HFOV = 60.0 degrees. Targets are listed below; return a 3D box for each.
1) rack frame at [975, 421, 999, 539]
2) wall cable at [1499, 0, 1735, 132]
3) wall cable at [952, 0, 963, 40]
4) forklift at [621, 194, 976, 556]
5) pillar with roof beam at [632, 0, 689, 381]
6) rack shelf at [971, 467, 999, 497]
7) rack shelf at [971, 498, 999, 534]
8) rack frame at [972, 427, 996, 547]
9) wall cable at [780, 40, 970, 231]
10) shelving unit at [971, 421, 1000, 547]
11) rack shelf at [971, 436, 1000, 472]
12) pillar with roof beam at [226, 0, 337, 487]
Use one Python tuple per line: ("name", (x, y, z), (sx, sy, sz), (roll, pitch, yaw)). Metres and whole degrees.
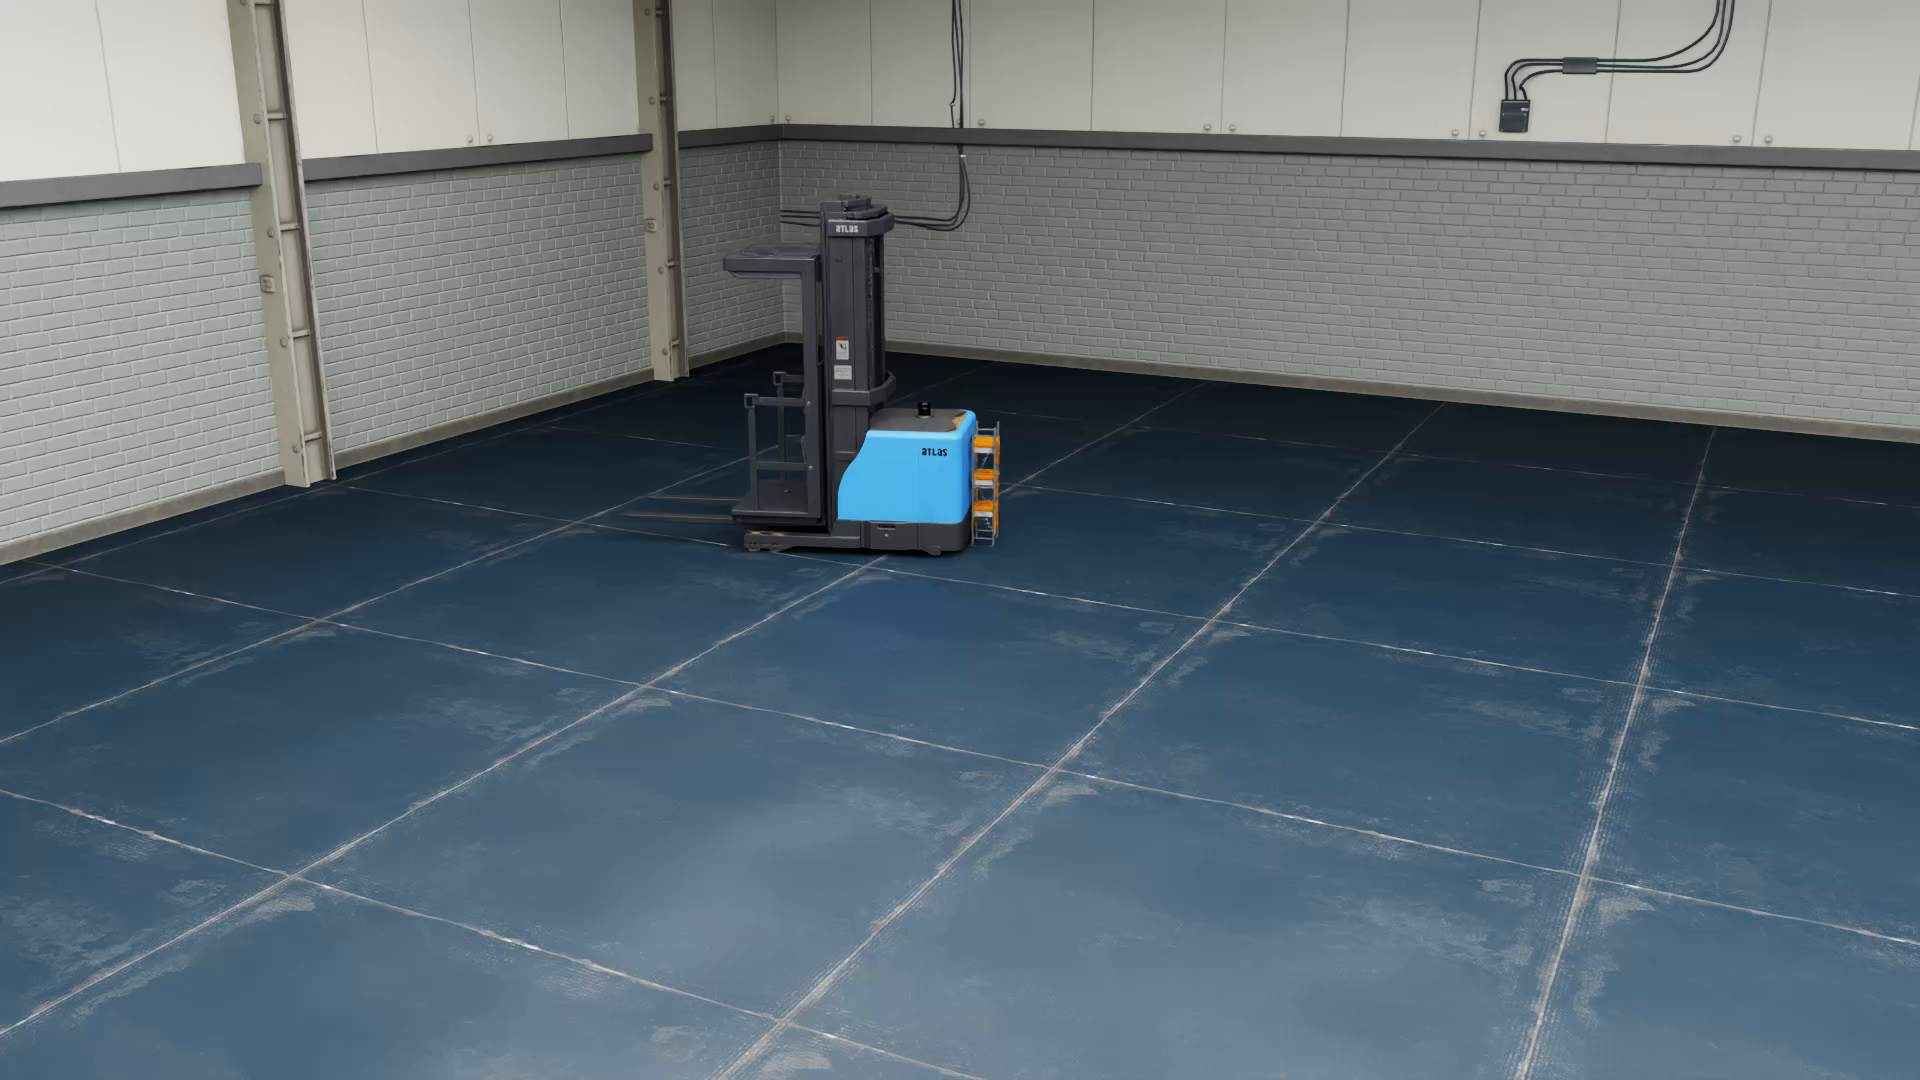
("rack frame", (0.235, -0.517, 14.419), (0.200, 1.050, 0.008), (2, 17, 8))
("wall cable", (7.224, -7.427, 17.751), (2.305, 6.003, 0.169), (8, 18, 25))
("wall cable", (1.158, -7.597, 20.879), (3.097, 2.526, 0.112), (8, 18, 25))
("forklift", (-1.408, -1.445, 14.241), (3.031, 2.935, 1.130), (2, 17, 8))
("pillar with roof beam", (0.090, -5.878, 18.511), (9.100, 9.000, 0.400), (8, 18, 25))
("rack shelf", (0.218, -0.472, 14.306), (0.215, 0.259, 0.240), (2, 17, 8))
("rack shelf", (0.217, -0.206, 14.386), (0.215, 0.259, 0.240), (2, 17, 8))
("rack frame", (0.201, -0.448, 14.188), (0.200, 1.050, 0.008), (2, 17, 8))
("wall cable", (-1.262, -5.520, 22.757), (3.097, 2.526, 0.112), (8, 18, 25))
("shelving unit", (0.218, -0.482, 14.303), (0.215, 1.050, 0.252), (2, 17, 8))
("rack shelf", (0.218, -0.744, 14.225), (0.215, 0.259, 0.240), (2, 17, 8))
("pillar with roof beam", (-2.591, -4.350, 13.366), (9.100, 9.000, 0.400), (8, 18, 25))
